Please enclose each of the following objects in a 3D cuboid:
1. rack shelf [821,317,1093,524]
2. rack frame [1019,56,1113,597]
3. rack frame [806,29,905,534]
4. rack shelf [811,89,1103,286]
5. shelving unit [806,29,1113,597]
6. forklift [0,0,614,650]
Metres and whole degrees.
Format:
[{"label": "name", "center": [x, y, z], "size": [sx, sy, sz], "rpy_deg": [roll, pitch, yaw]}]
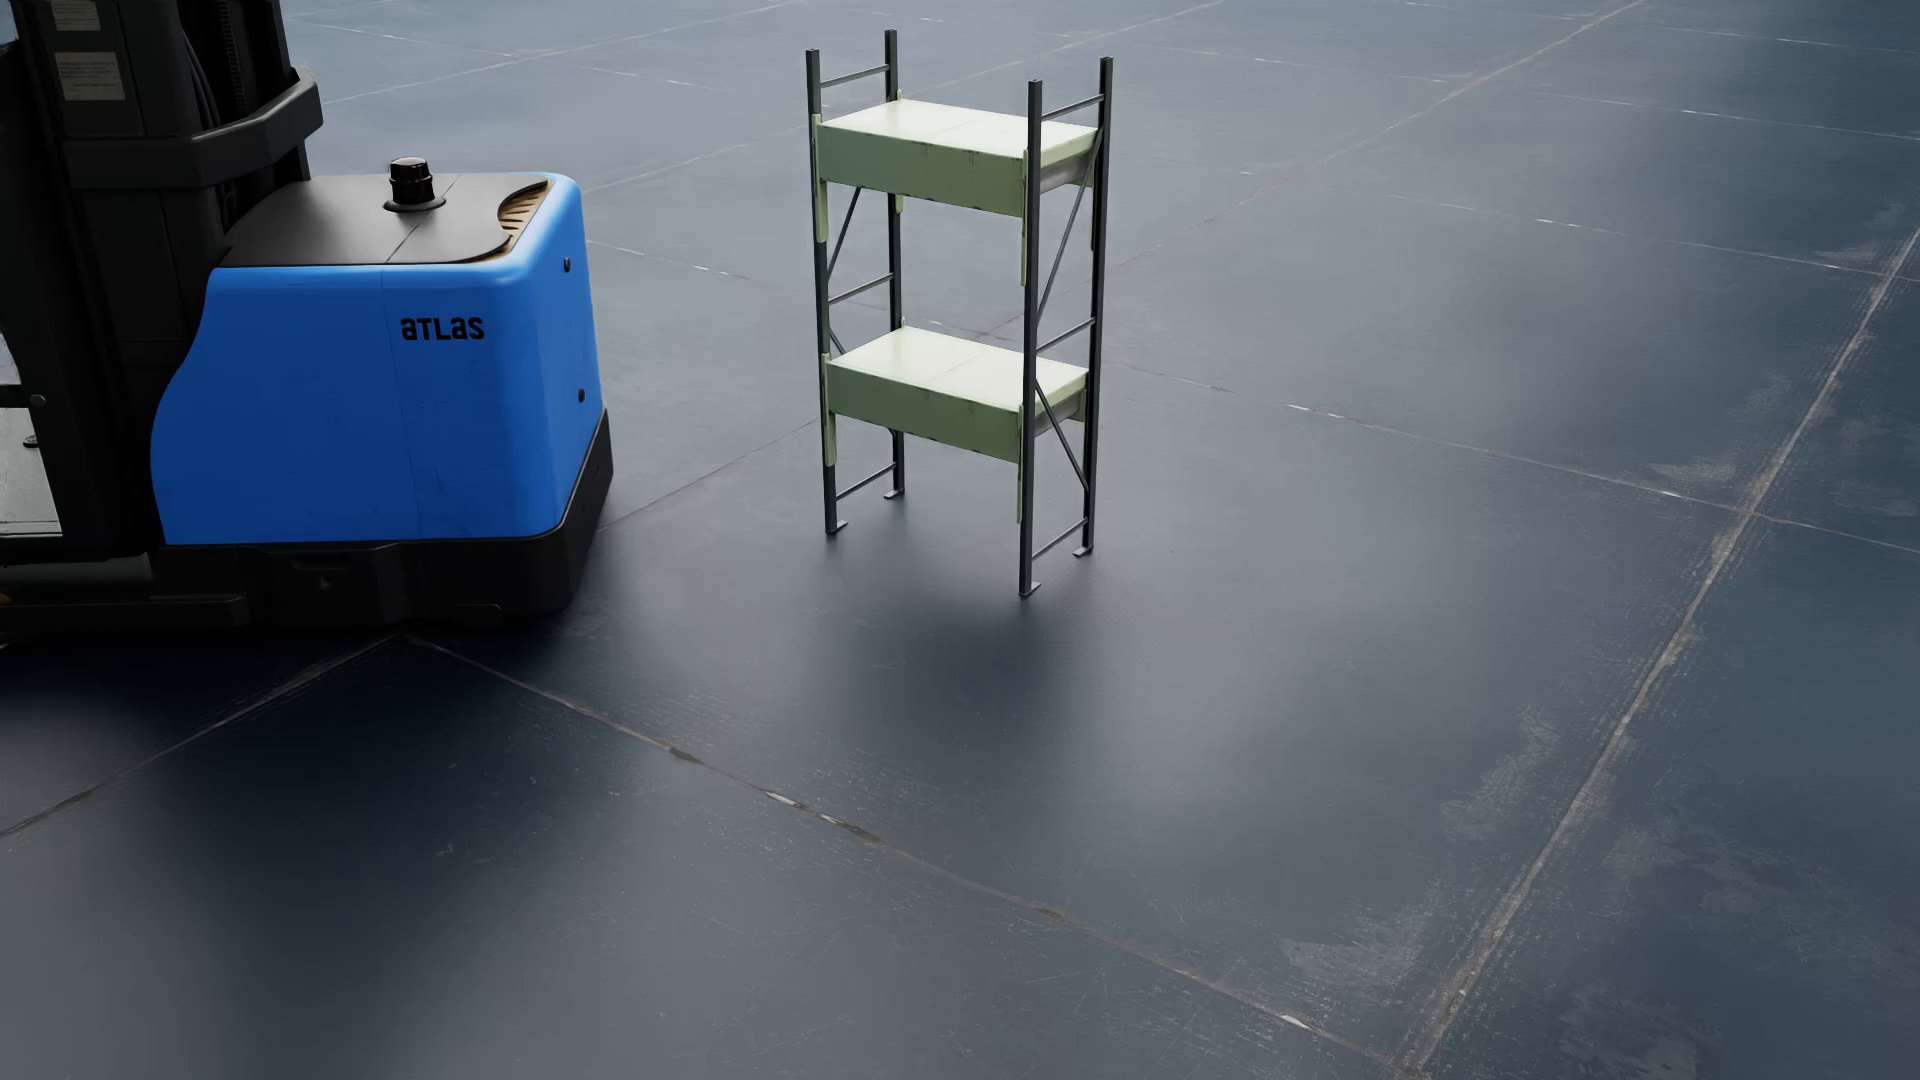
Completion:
[{"label": "rack shelf", "center": [-0.006, -0.380, 5.061], "size": [0.720, 0.370, 0.431], "rpy_deg": [17, 32, 30]}, {"label": "rack frame", "center": [0.296, -0.576, 4.729], "size": [0.023, 1.500, 0.400], "rpy_deg": [17, 32, 30]}, {"label": "rack frame", "center": [-0.307, -0.764, 5.098], "size": [0.023, 1.500, 0.400], "rpy_deg": [17, 32, 30]}, {"label": "rack shelf", "center": [-0.006, -1.018, 4.736], "size": [0.720, 0.370, 0.431], "rpy_deg": [17, 32, 30]}, {"label": "shelving unit", "center": [-0.006, -0.670, 4.913], "size": [0.755, 1.500, 0.431], "rpy_deg": [17, 32, 30]}, {"label": "forklift", "center": [-2.643, -1.236, 4.448], "size": [3.031, 2.935, 1.130], "rpy_deg": [-1, 27, -2]}]
